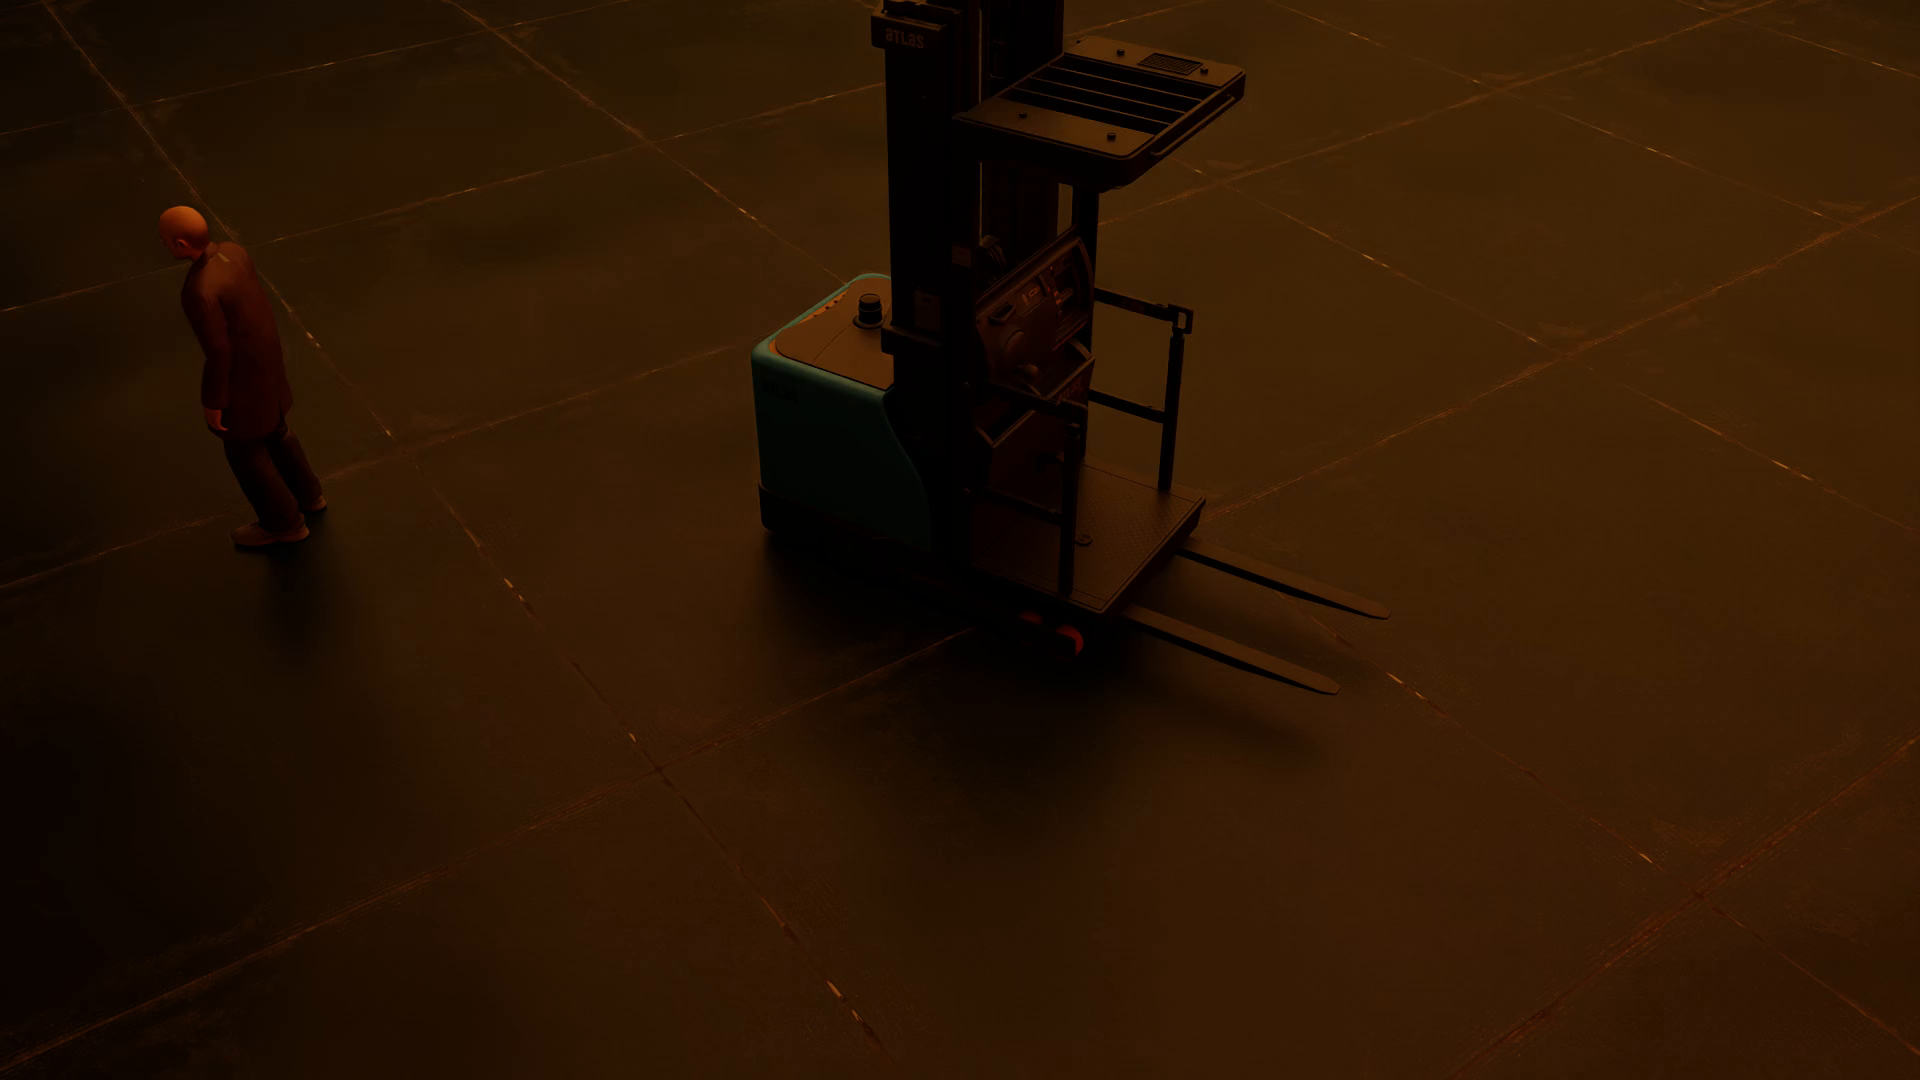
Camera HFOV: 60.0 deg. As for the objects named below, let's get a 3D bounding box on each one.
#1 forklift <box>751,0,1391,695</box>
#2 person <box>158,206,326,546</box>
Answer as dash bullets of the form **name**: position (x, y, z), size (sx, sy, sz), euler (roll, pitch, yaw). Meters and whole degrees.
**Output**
- **forklift**: position (0.514, -0.985, 7.276), size (3.031, 2.935, 1.130), euler (21, 41, 26)
- **person**: position (-3.456, -0.783, 7.977), size (0.426, 1.775, 0.655), euler (1, 36, 1)
